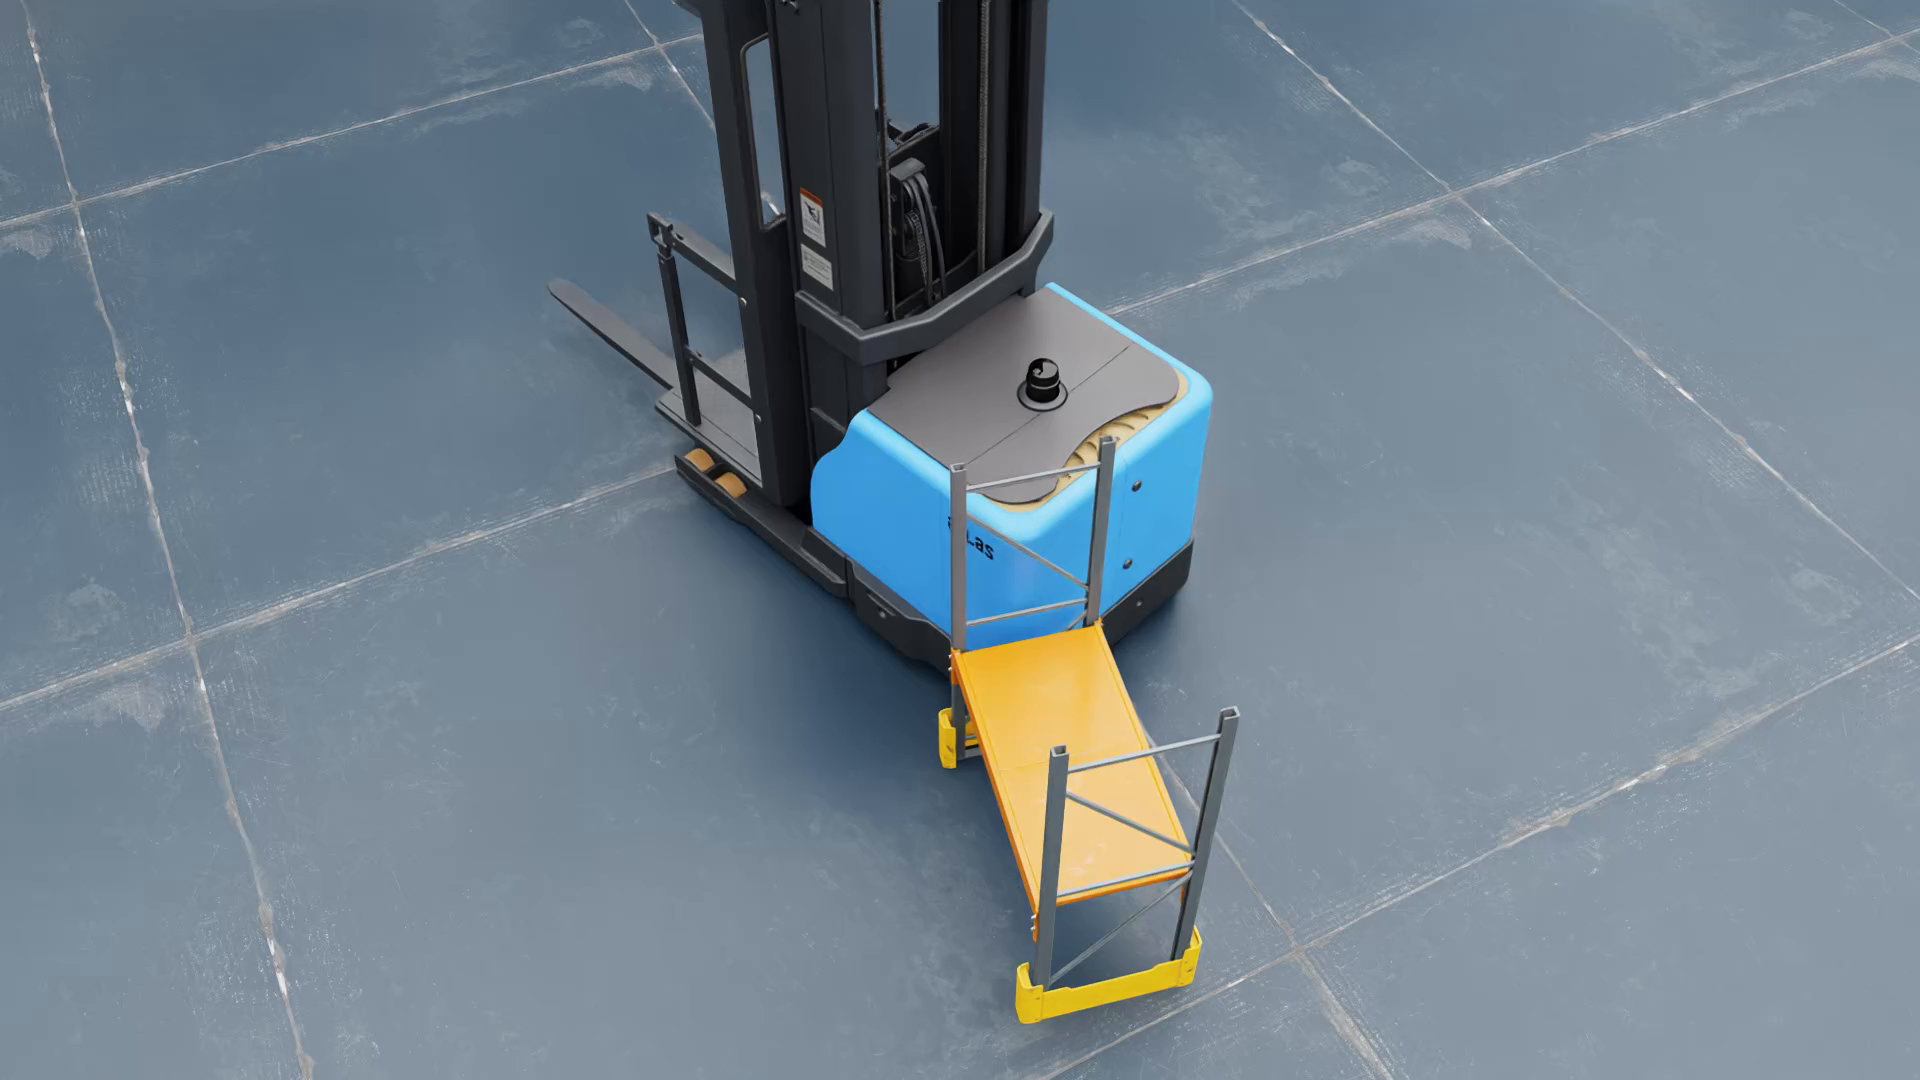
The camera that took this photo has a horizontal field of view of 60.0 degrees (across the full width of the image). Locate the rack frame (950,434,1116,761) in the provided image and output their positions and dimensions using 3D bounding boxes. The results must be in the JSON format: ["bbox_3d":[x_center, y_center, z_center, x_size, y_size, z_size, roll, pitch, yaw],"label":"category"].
[{"bbox_3d":[0.216,0.239,5.437,0.500,1.500,0.032,-11,50,-10],"label":"rack frame"}]

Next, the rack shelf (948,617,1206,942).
[{"bbox_3d":[0.344,0.728,5.249,0.538,0.185,1.000,-11,50,-10],"label":"rack shelf"}]

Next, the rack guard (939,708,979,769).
[{"bbox_3d":[0.216,0.652,5.907,0.587,0.250,0.087,-11,50,-10],"label":"rack guard"}]

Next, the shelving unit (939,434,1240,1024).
[{"bbox_3d":[0.342,0.603,5.119,0.587,1.500,1.083,-11,50,-10],"label":"shelving unit"}]

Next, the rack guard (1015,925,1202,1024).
[{"bbox_3d":[0.468,1.377,5.272,0.587,0.250,0.087,-11,50,-10],"label":"rack guard"}]

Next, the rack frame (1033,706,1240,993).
[{"bbox_3d":[0.473,0.980,4.789,0.500,1.500,0.032,-11,50,-10],"label":"rack frame"}]

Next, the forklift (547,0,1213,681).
[{"bbox_3d":[-0.515,-1.320,5.850,3.031,2.935,1.130,37,58,28],"label":"forklift"}]
